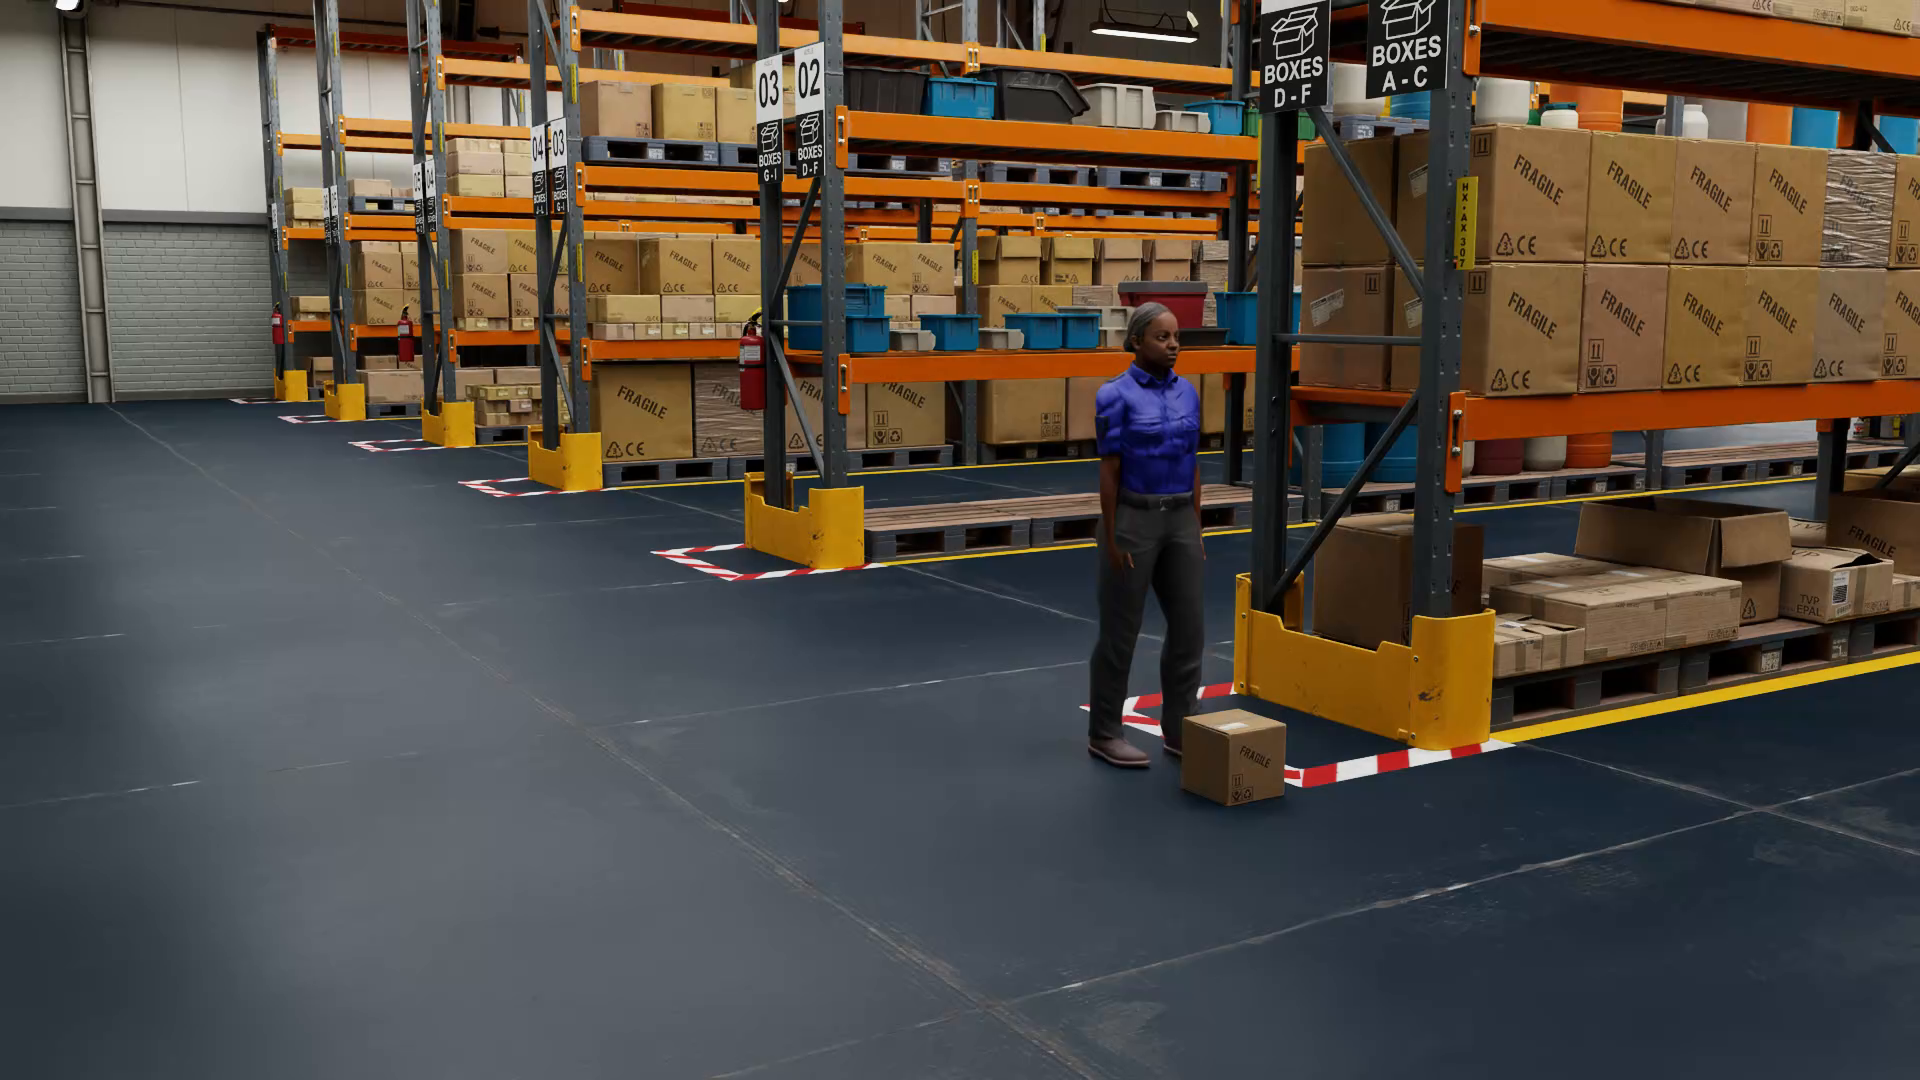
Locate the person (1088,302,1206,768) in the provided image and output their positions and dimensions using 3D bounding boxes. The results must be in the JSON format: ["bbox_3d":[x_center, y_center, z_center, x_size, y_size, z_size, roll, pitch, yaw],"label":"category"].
[{"bbox_3d":[0.710,-0.015,5.943,0.440,1.656,0.419,-5,9,-29],"label":"person"}]
